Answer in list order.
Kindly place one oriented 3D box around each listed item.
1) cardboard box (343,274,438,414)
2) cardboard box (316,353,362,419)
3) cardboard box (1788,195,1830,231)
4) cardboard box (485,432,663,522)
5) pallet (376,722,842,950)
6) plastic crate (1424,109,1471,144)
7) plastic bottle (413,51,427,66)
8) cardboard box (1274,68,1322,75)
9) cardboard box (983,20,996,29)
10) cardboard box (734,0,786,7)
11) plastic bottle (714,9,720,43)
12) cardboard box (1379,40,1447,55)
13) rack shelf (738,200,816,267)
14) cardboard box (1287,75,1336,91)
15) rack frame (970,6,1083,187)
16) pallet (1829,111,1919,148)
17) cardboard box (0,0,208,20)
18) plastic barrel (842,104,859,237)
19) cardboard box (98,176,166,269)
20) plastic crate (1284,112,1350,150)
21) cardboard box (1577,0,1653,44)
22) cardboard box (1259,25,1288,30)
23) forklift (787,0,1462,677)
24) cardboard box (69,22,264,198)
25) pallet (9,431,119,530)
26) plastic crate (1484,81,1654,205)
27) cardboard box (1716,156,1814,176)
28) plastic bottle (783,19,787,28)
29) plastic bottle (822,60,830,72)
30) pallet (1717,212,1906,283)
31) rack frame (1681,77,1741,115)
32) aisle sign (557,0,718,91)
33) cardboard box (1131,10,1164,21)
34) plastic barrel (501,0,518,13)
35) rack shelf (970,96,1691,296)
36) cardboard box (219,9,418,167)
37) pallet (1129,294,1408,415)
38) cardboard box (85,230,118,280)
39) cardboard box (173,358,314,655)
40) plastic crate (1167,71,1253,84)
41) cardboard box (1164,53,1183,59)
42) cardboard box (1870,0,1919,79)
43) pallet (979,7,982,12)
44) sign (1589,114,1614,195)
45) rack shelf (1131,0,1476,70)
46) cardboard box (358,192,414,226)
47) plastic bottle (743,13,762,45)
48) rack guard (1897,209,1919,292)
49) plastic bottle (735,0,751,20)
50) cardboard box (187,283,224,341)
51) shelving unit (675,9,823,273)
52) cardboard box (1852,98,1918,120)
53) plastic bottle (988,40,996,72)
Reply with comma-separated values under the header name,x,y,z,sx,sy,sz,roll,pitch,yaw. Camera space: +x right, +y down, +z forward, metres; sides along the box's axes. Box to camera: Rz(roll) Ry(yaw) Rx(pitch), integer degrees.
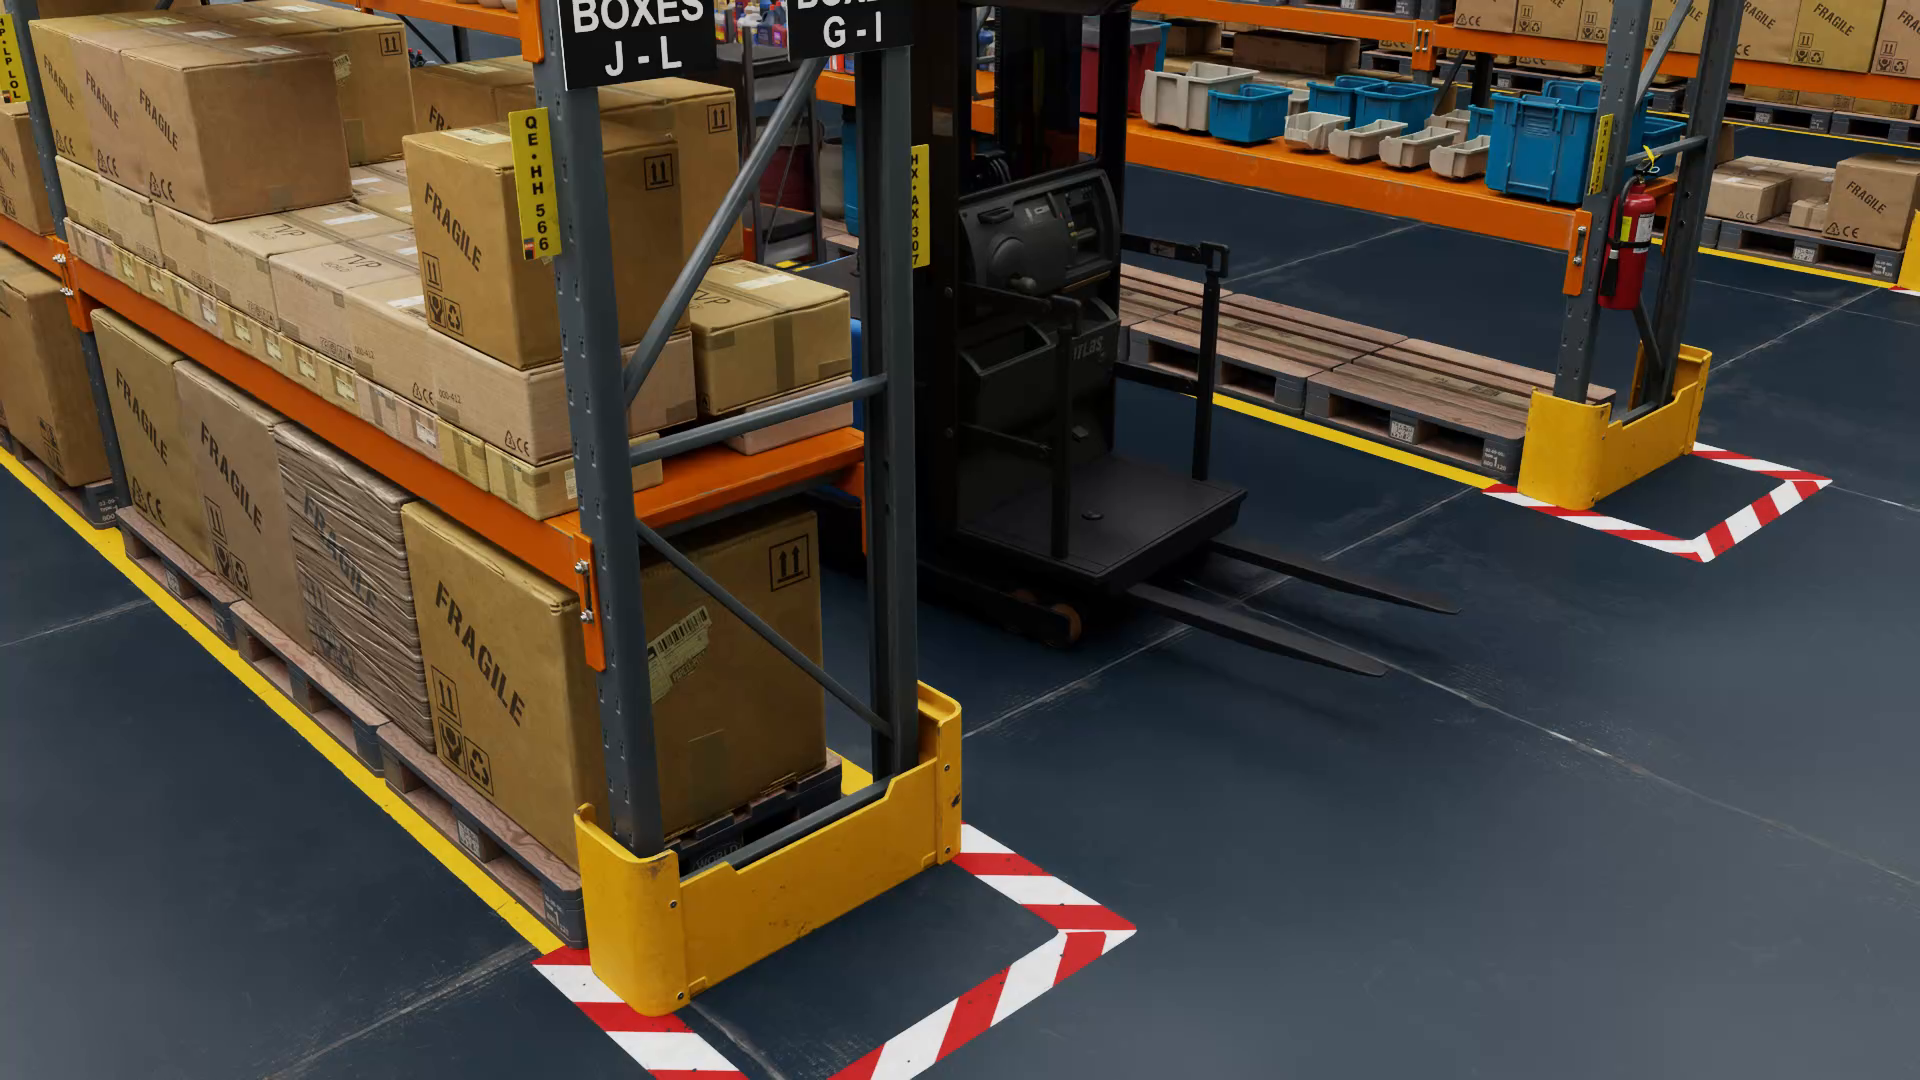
name,x,y,z,sx,sy,sz,roll,pitch,yaw
cardboard box,-1.401,-0.594,4.760,0.500,0.250,0.500,-22,32,-39
cardboard box,-1.713,-0.511,5.058,0.380,0.149,0.250,-22,33,-40
cardboard box,5.942,-2.265,11.484,0.380,0.166,0.250,-21,32,-38
cardboard box,-1.013,-0.202,4.380,0.380,0.149,0.250,-20,32,-38
pallet,-1.133,0.747,5.358,1.003,0.211,1.213,-21,32,-38
plastic crate,2.535,-2.108,8.502,0.250,0.136,0.298,-21,32,-38
plastic bottle,-5.365,-4.699,16.598,0.144,0.351,0.185,-20,31,-37
cardboard box,3.109,-3.913,14.695,0.500,0.500,0.500,-21,32,-38
cardboard box,0.380,-5.283,17.348,0.500,0.311,0.500,-22,33,-40
cardboard box,-2.308,-6.261,19.263,0.500,0.500,0.500,-21,32,-38
plastic bottle,-1.698,-3.555,11.585,0.097,0.271,0.097,0,25,0
cardboard box,5.256,-5.894,18.639,0.750,0.750,0.750,-22,32,-39
rack shelf,-0.934,-1.238,7.461,0.480,0.518,0.431,18,30,35
cardboard box,3.092,-3.606,14.021,0.500,0.500,0.500,-21,32,-38
rack frame,0.352,-2.918,10.033,1.000,3.000,0.127,-21,32,-38
pallet,8.884,-3.838,15.408,1.003,0.211,1.213,-21,32,-38
cardboard box,-3.706,-2.206,7.143,0.797,0.503,0.637,-22,33,-40
plastic barrel,-0.492,-2.539,11.223,0.600,0.901,0.708,-21,32,-38
cardboard box,-2.797,-1.212,6.114,0.500,0.250,0.500,-21,32,-39
plastic crate,1.785,-2.063,8.404,0.298,0.136,0.250,-21,32,-38
cardboard box,4.812,-3.830,11.910,0.500,0.500,0.500,-21,32,-39
cardboard box,4.052,-6.396,20.138,0.700,0.500,0.500,-21,32,-39
forklift,0.481,-1.170,6.283,3.031,2.935,1.130,19,31,35
cardboard box,-2.792,-1.552,5.958,0.500,0.500,0.500,-21,32,-38
pallet,-3.846,-0.457,7.997,1.003,0.211,1.213,-21,32,-38
plastic crate,2.721,-1.798,7.463,0.616,0.435,0.499,-21,32,-38
cardboard box,5.856,-2.608,12.135,0.500,0.250,0.500,-21,32,-38
plastic bottle,-1.144,-3.347,11.128,0.097,0.271,0.097,0,25,0
plastic bottle,-0.840,-3.194,10.786,0.152,0.276,0.135,-21,32,-38
pallet,6.107,-2.106,11.612,1.003,0.211,1.213,-21,32,-38
rack frame,7.584,-5.729,16.193,1.000,3.000,0.127,-21,32,-38
aisle sign,-0.699,-1.377,3.523,0.394,0.787,0.004,-21,32,-38
cardboard box,2.631,-6.997,21.455,0.700,0.500,0.500,-20,31,-37
plastic barrel,-3.529,-4.560,13.496,0.421,0.512,0.421,0,25,0
rack shelf,1.719,-1.985,8.854,1.077,0.370,4.000,-21,32,-38
cardboard box,-2.415,-1.705,6.292,0.500,0.500,0.500,-21,32,-38
pallet,1.721,-1.068,9.337,1.003,0.211,1.213,-21,32,-38
cardboard box,-3.125,-1.135,6.427,0.250,0.149,0.380,23,33,40
cardboard box,-2.256,-0.242,6.221,0.875,0.875,0.875,-21,32,-38
plastic crate,1.313,-2.557,9.501,0.437,0.125,0.590,-21,32,-38
cardboard box,1.701,-4.221,15.370,0.500,0.500,0.500,22,33,40
cardboard box,6.199,-3.214,10.562,0.500,0.500,0.500,-20,31,-37
pallet,-0.037,-7.817,24.130,1.003,0.211,1.213,-21,32,-38
sign,2.695,-1.620,6.990,0.100,0.325,0.005,-21,32,-38
rack shelf,2.603,-4.601,14.588,1.077,0.370,4.000,-21,32,-38
cardboard box,-1.722,-1.056,5.773,0.500,0.250,0.500,-22,32,-39
plastic bottle,-1.374,-3.431,11.306,0.152,0.276,0.135,-21,32,-38
rack guard,6.652,-1.996,11.023,1.175,0.500,0.348,-21,32,-38
plastic bottle,-1.637,-4.006,12.557,0.061,0.283,0.133,-21,32,-38
cardboard box,-2.418,-0.822,5.741,0.380,0.149,0.250,-21,32,-38
shelving unit,-0.934,-1.250,7.456,0.503,2.100,0.431,18,30,35
cardboard box,8.710,-4.218,15.387,0.700,0.500,0.500,-20,31,-37
plastic bottle,0.229,-3.130,10.737,0.097,0.201,0.097,0,25,0
